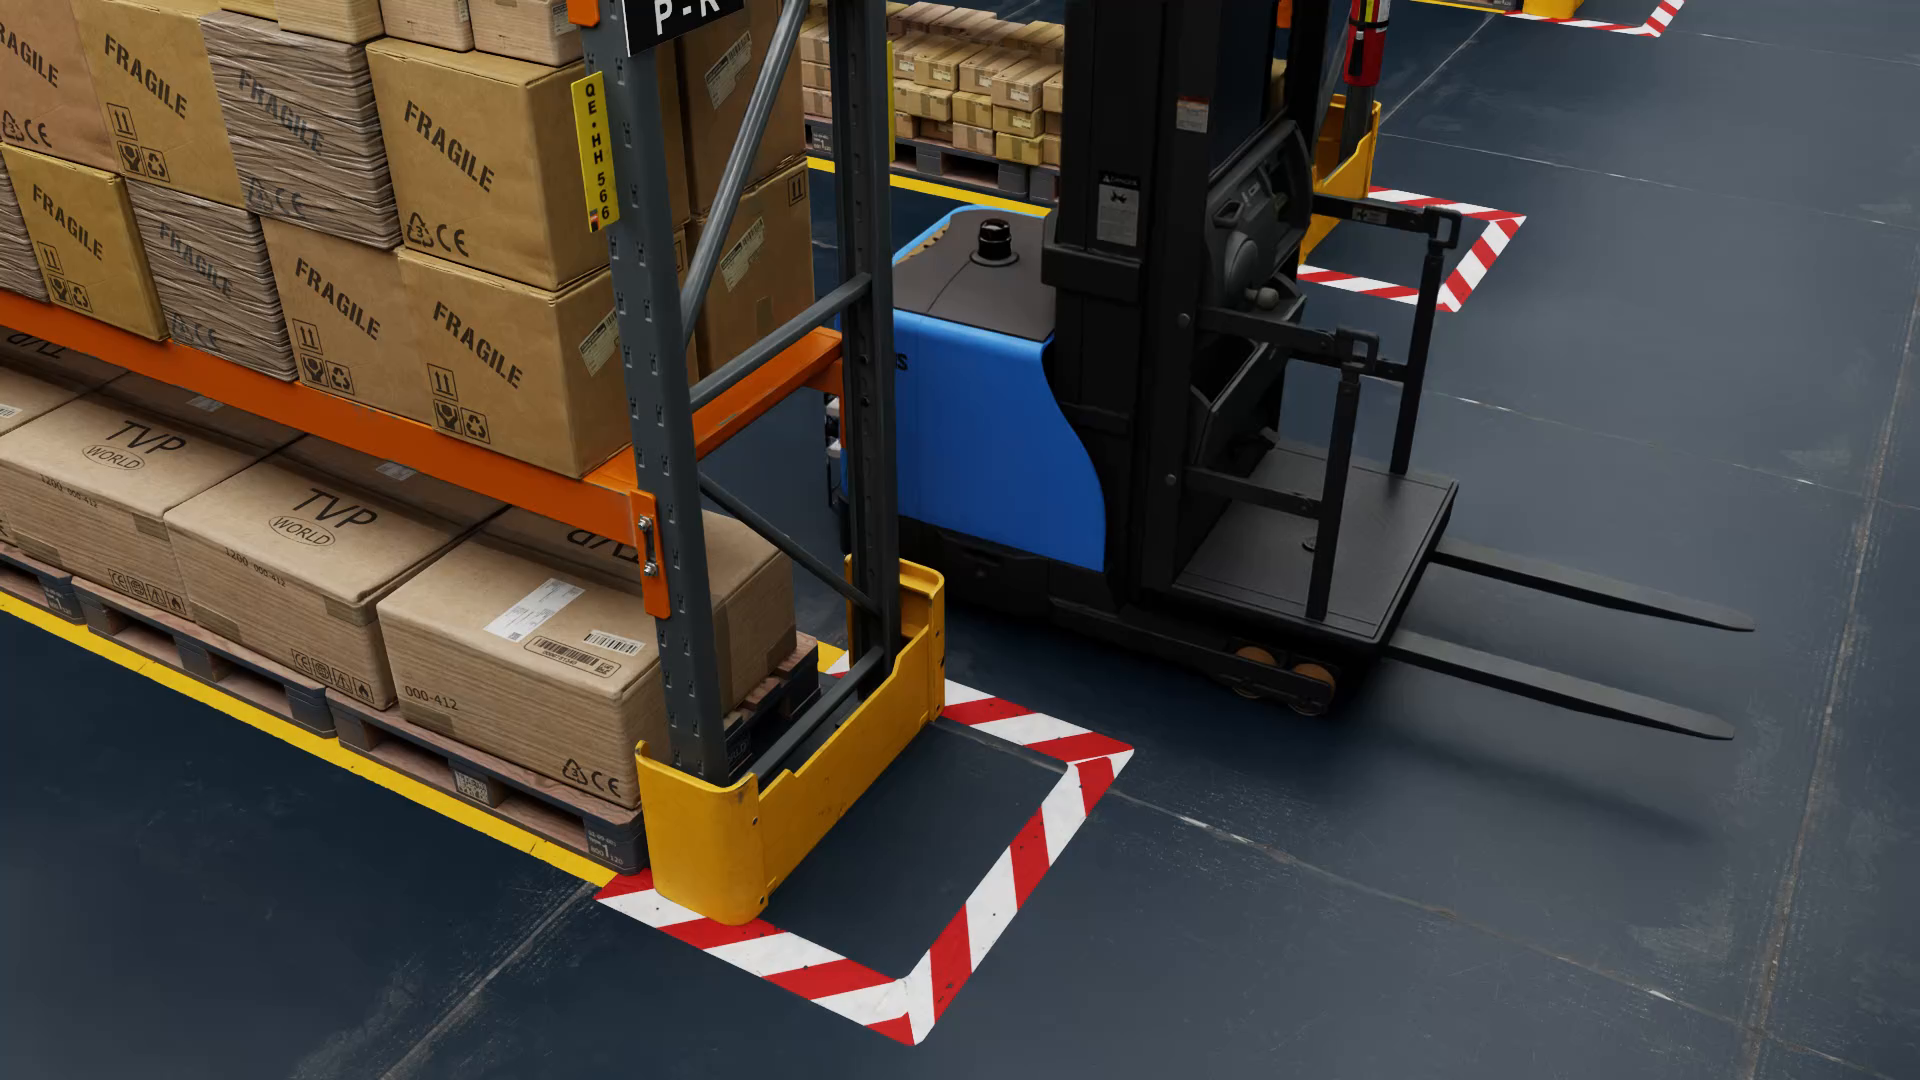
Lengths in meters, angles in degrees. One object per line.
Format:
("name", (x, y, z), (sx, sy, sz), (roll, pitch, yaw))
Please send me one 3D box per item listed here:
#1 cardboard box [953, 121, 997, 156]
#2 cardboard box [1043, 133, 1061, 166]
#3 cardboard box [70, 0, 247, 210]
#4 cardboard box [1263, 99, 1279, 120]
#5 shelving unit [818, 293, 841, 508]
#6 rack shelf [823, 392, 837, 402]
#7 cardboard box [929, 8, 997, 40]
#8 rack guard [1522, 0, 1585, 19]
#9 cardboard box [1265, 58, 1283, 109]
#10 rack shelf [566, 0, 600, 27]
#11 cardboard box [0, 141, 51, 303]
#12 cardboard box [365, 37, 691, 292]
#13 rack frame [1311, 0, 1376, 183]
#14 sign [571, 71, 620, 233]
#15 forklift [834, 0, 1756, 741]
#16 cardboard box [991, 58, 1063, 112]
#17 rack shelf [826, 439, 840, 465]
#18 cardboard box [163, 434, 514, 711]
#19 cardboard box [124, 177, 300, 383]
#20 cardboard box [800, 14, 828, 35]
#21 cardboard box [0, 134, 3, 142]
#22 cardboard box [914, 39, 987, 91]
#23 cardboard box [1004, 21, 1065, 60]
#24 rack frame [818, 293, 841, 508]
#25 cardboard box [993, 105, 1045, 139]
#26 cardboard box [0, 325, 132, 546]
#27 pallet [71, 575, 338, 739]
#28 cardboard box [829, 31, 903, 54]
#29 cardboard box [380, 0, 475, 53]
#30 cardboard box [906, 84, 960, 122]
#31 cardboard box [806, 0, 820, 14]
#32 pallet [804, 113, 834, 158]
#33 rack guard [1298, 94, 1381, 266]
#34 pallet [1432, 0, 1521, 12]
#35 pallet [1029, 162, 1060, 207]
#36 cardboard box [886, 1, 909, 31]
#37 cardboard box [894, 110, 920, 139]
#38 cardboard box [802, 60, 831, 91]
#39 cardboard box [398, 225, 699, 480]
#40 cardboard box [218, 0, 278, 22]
("cardboard box", (0.162, -2.259, 9.129), (0.250, 0.149, 0.380), (18, 38, 25))
("cardboard box", (0.642, -2.134, 8.942), (0.250, 0.149, 0.380), (18, 38, 25))
("cardboard box", (-1.918, -1.237, 4.409), (0.500, 0.500, 0.500), (17, 37, 24))
("cardboard box", (1.556, -2.283, 8.897), (0.250, 0.149, 0.380), (19, 38, 26))
("shelving unit", (-0.361, -0.533, 6.237), (0.210, 0.900, 0.258), (15, 36, 21))
("rack shelf", (-0.360, -0.580, 6.206), (0.200, 0.077, 0.258), (15, 36, 21))
("cardboard box", (0.018, -2.944, 9.621), (0.250, 0.149, 0.380), (16, 37, 23))
("rack guard", (4.453, -4.216, 12.130), (0.348, 0.500, 1.175), (18, 37, 24))
("cardboard box", (1.597, -2.447, 8.875), (0.250, 0.149, 0.380), (16, 37, 22))
("rack shelf", (-2.221, -1.993, 4.479), (4.000, 0.370, 1.077), (18, 37, 24))
("cardboard box", (-2.817, -1.100, 5.106), (0.500, 0.500, 0.500), (18, 38, 25))
("cardboard box", (-1.022, -0.970, 4.007), (0.500, 0.500, 0.500), (19, 38, 26))
("rack frame", (1.884, -2.904, 7.904), (0.127, 3.000, 1.000), (18, 37, 24))
("sign", (-0.766, -0.817, 3.512), (0.005, 0.325, 0.100), (18, 37, 24))
("forklift", (1.110, -0.988, 5.090), (3.031, 2.935, 1.130), (16, 37, 22))
("cardboard box", (0.366, -2.419, 8.832), (0.250, 0.149, 0.380), (19, 38, 26))
("rack shelf", (-0.361, -0.355, 6.355), (0.200, 0.077, 0.258), (15, 36, 21))
("cardboard box", (-1.906, 0.017, 5.451), (0.875, 0.438, 0.875), (19, 38, 26))
("cardboard box", (-1.915, -0.823, 4.689), (0.500, 0.500, 0.500), (19, 38, 26))
("cardboard box", (-0.939, -2.895, 9.548), (0.250, 0.149, 0.380), (17, 37, 24))
("cardboard box", (-2.790, -1.516, 4.828), (0.500, 0.500, 0.500), (18, 38, 25))
("cardboard box", (-0.049, -2.603, 9.109), (0.250, 0.149, 0.380), (18, 38, 25))
("cardboard box", (0.445, -2.799, 9.404), (0.250, 0.149, 0.380), (18, 38, 25))
("rack frame", (-0.452, -0.557, 6.274), (0.006, 0.900, 0.240), (15, 36, 21))
("cardboard box", (0.376, -2.302, 8.925), (0.250, 0.149, 0.380), (18, 38, 25))
("cardboard box", (-3.466, -0.478, 6.194), (0.875, 0.438, 0.875), (17, 37, 24))
("pallet", (-2.273, 0.149, 5.837), (1.213, 0.211, 1.003), (18, 37, 24))
("cardboard box", (-0.521, -2.725, 9.292), (0.250, 0.149, 0.380), (18, 38, 25))
("cardboard box", (-1.128, -1.282, 3.892), (0.250, 0.149, 0.380), (18, 38, 25))
("cardboard box", (-0.091, -2.444, 9.138), (0.250, 0.149, 0.380), (18, 38, 25))
("cardboard box", (-0.910, -3.216, 10.029), (0.250, 0.149, 0.380), (18, 38, 25))
("pallet", (-0.989, -2.675, 10.077), (1.213, 0.211, 1.003), (18, 37, 24))
("rack guard", (1.818, -1.884, 8.628), (0.348, 0.500, 1.175), (18, 37, 24))
("pallet", (3.699, -4.284, 12.493), (1.213, 0.211, 1.003), (18, 37, 24))
("pallet", (1.130, -2.004, 9.070), (1.213, 0.211, 1.003), (18, 37, 24))
("cardboard box", (-0.503, -3.042, 9.768), (0.250, 0.149, 0.380), (19, 38, 26))
("cardboard box", (-0.286, -2.400, 9.341), (0.250, 0.149, 0.380), (17, 37, 23))
("cardboard box", (-0.707, -2.710, 9.539), (0.250, 0.149, 0.380), (16, 37, 22))
("cardboard box", (-1.035, -0.541, 4.266), (0.500, 0.500, 0.500), (18, 38, 25))
("cardboard box", (-1.592, -1.402, 4.071), (0.250, 0.149, 0.380), (18, 38, 25))
